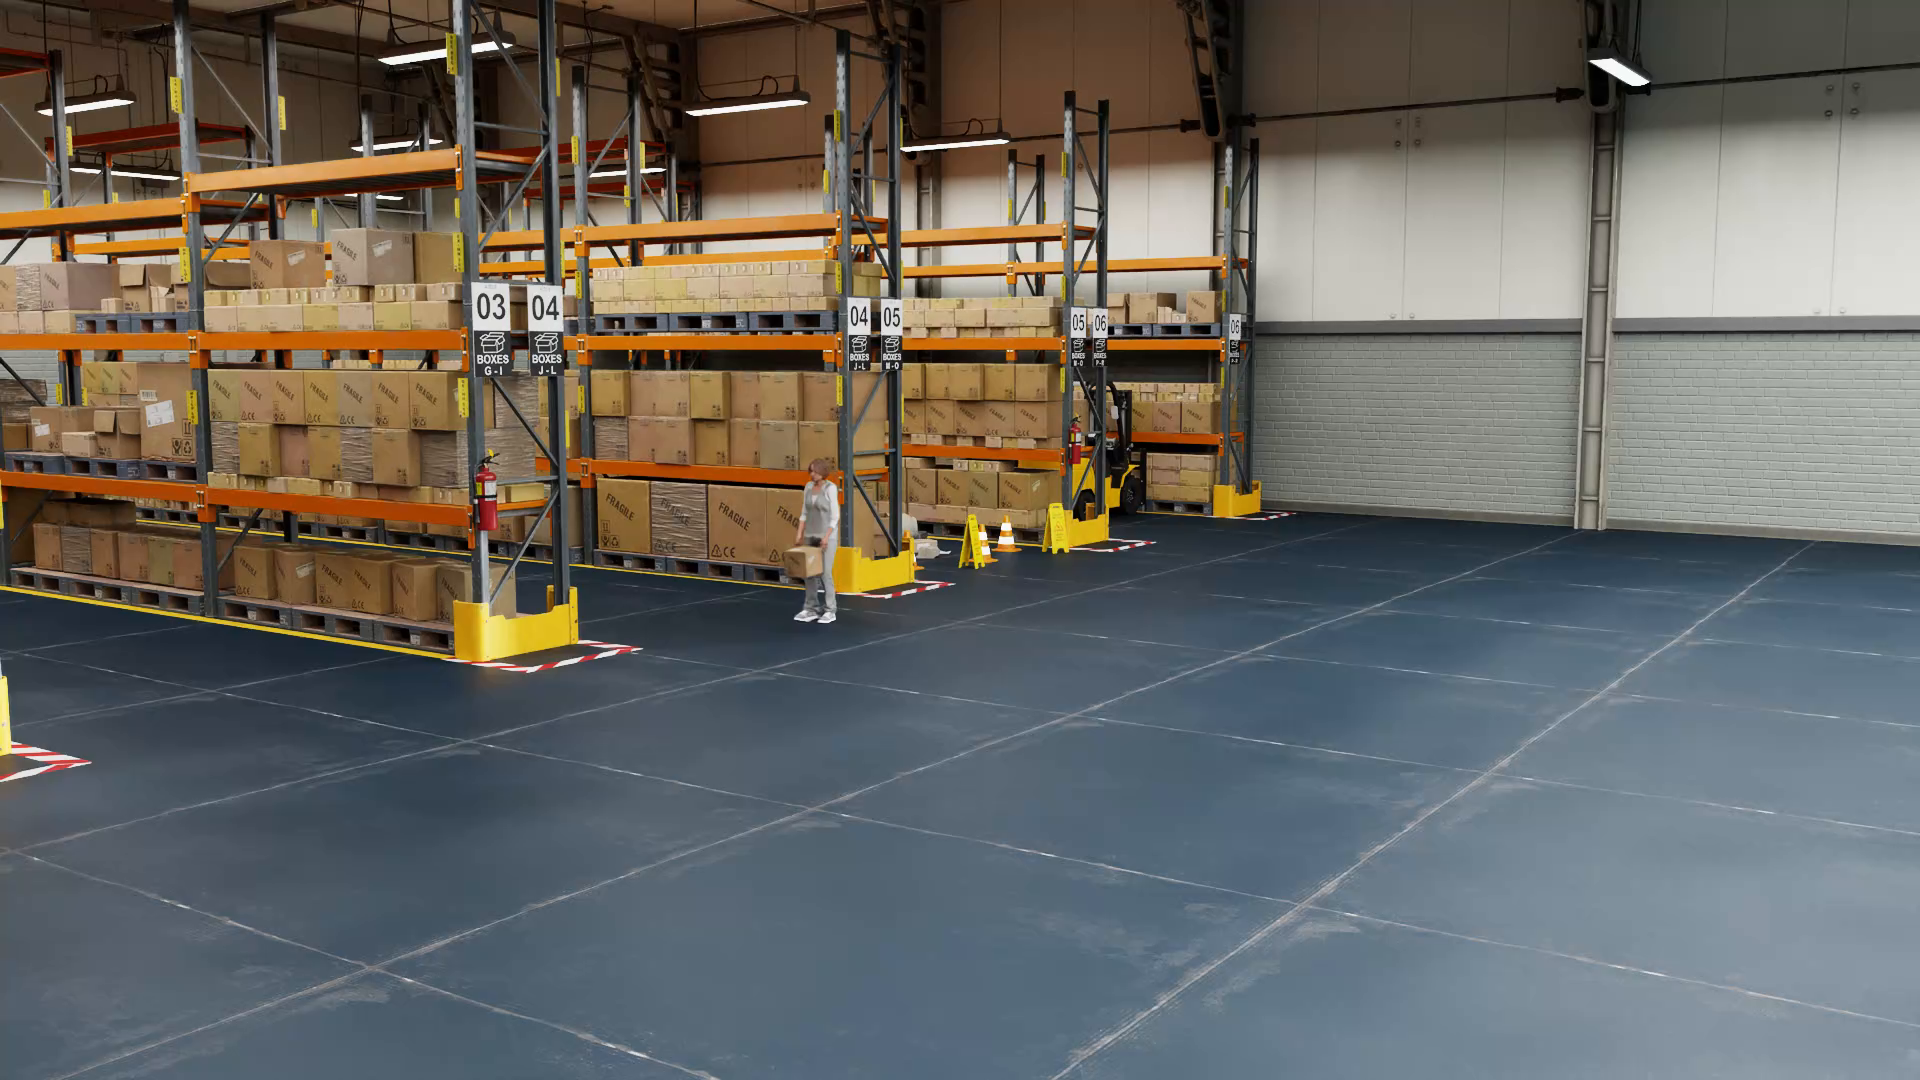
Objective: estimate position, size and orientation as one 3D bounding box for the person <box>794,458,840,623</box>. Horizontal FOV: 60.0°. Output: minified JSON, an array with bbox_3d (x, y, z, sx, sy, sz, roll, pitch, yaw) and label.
[{"bbox_3d":[-1.368,-0.001,16.177,0.447,1.600,0.347,4,8,32],"label":"person"}]
